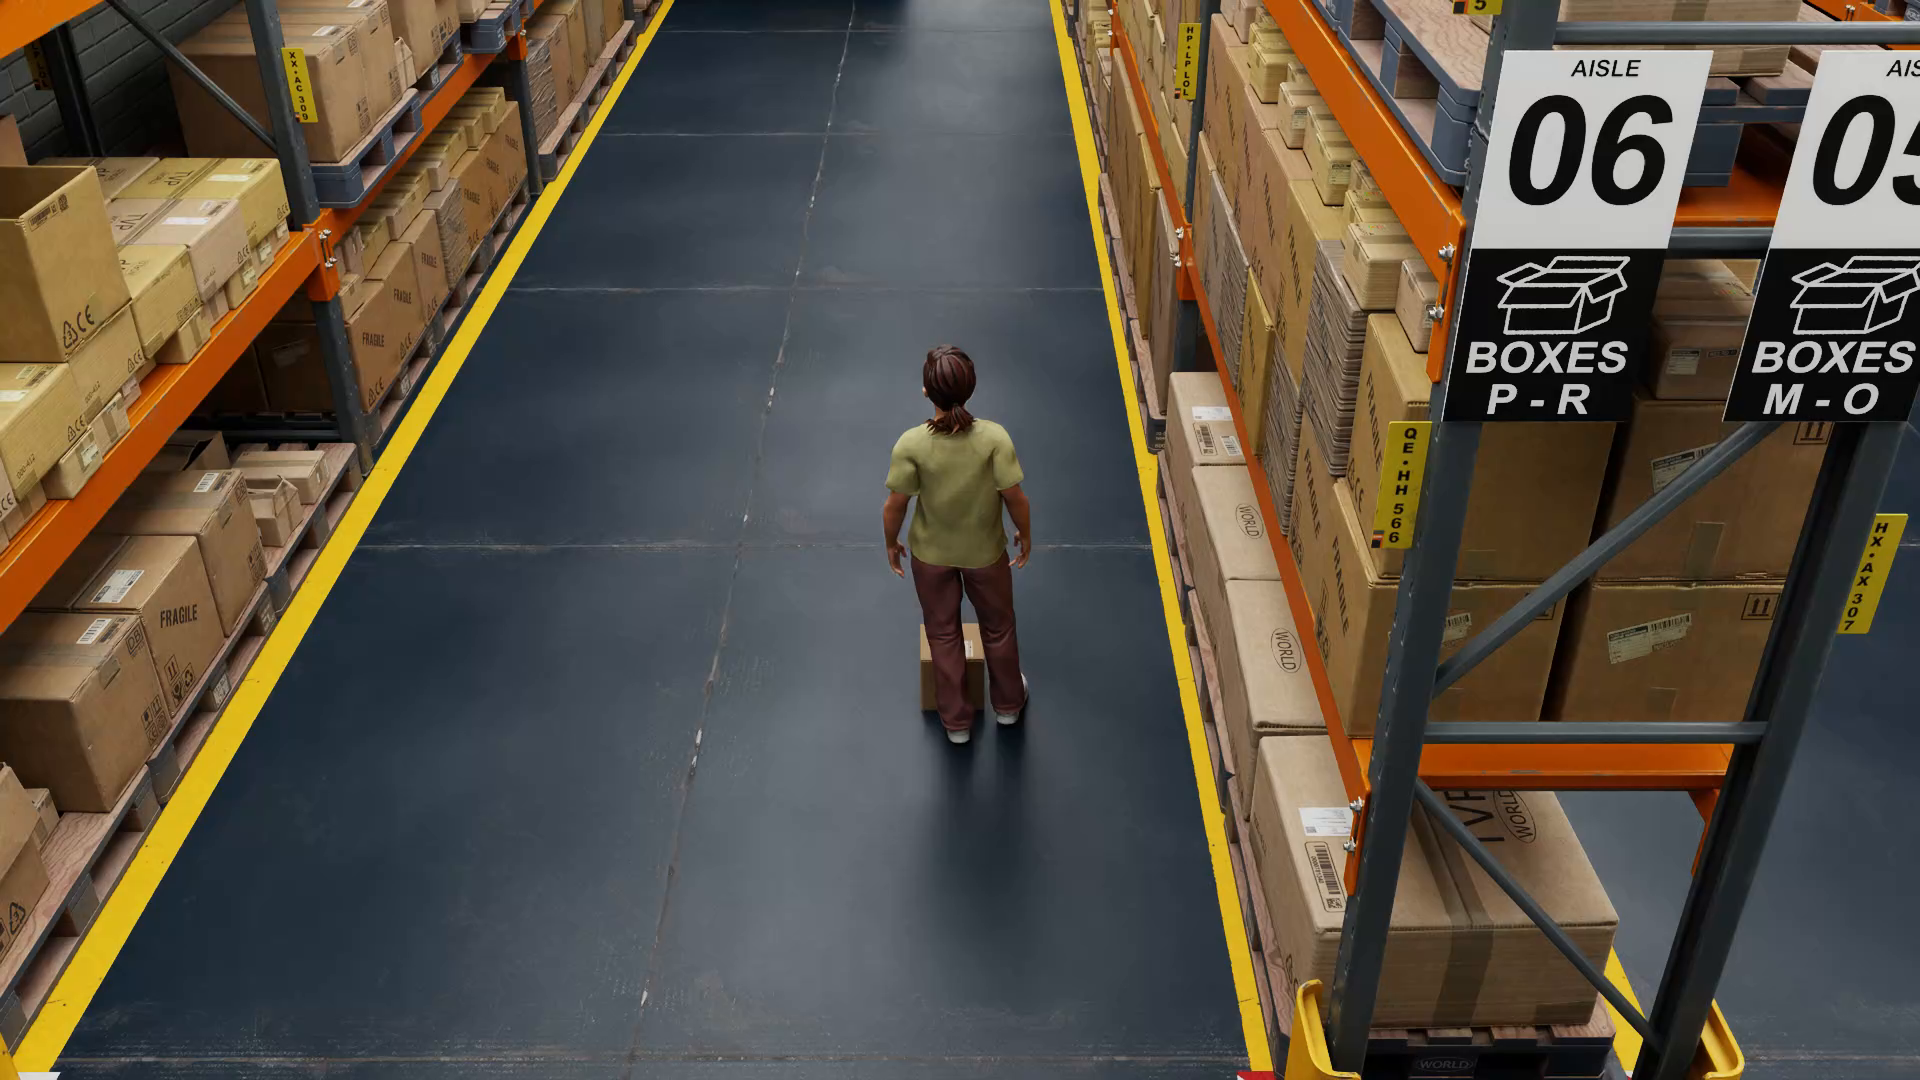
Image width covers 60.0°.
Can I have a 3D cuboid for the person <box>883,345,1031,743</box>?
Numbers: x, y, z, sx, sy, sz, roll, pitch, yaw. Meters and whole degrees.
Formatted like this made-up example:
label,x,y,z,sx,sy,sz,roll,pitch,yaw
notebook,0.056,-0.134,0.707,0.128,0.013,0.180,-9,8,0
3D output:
label,x,y,z,sx,sy,sz,roll,pitch,yaw
person,0.001,0.008,6.105,0.552,1.674,0.548,0,32,0
